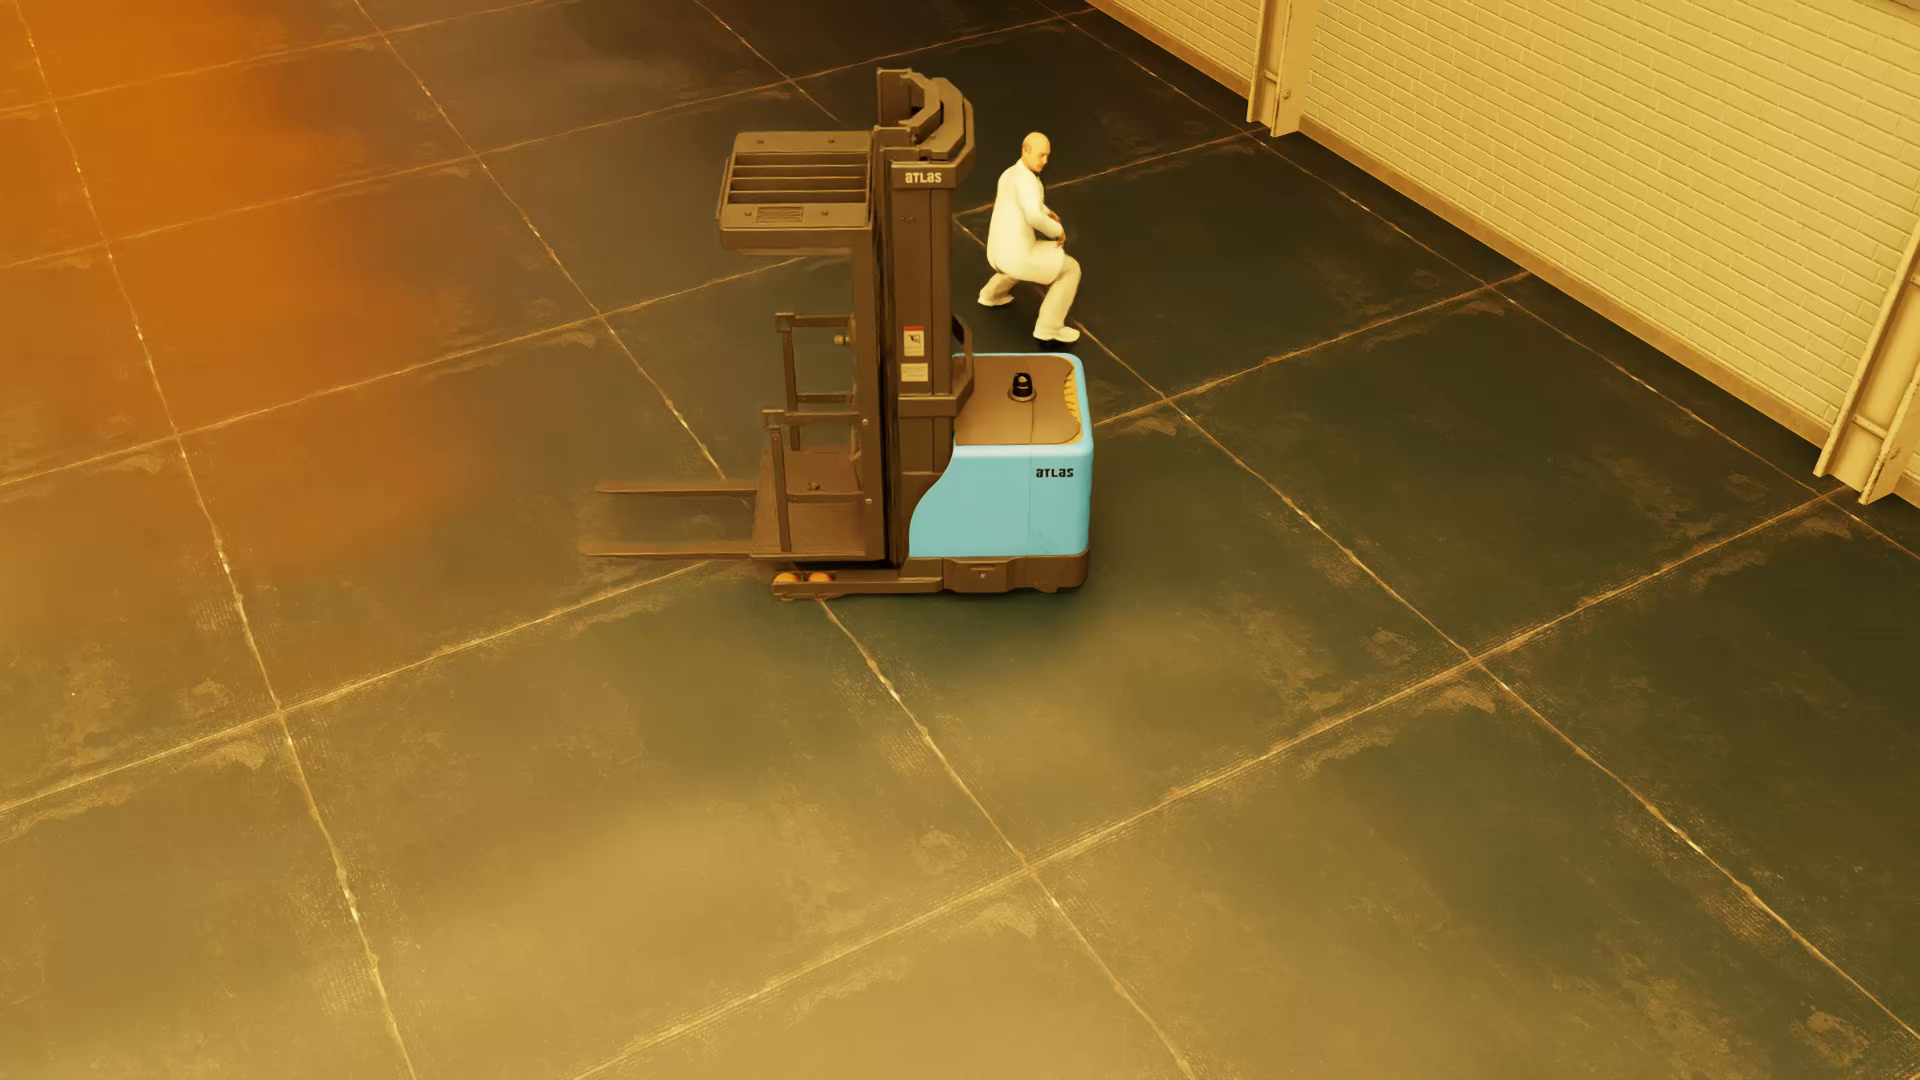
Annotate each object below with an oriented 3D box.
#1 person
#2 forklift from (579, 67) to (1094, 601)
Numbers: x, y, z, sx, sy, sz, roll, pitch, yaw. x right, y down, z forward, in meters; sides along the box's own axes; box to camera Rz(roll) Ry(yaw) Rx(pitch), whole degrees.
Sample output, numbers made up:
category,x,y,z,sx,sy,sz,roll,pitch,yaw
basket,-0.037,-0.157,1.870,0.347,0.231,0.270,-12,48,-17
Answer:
category,x,y,z,sx,sy,sz,roll,pitch,yaw
person,0.521,-2.143,11.791,0.782,1.560,0.917,-17,43,-20
forklift,-0.759,-1.109,9.373,3.031,2.935,1.130,-1,40,-1
